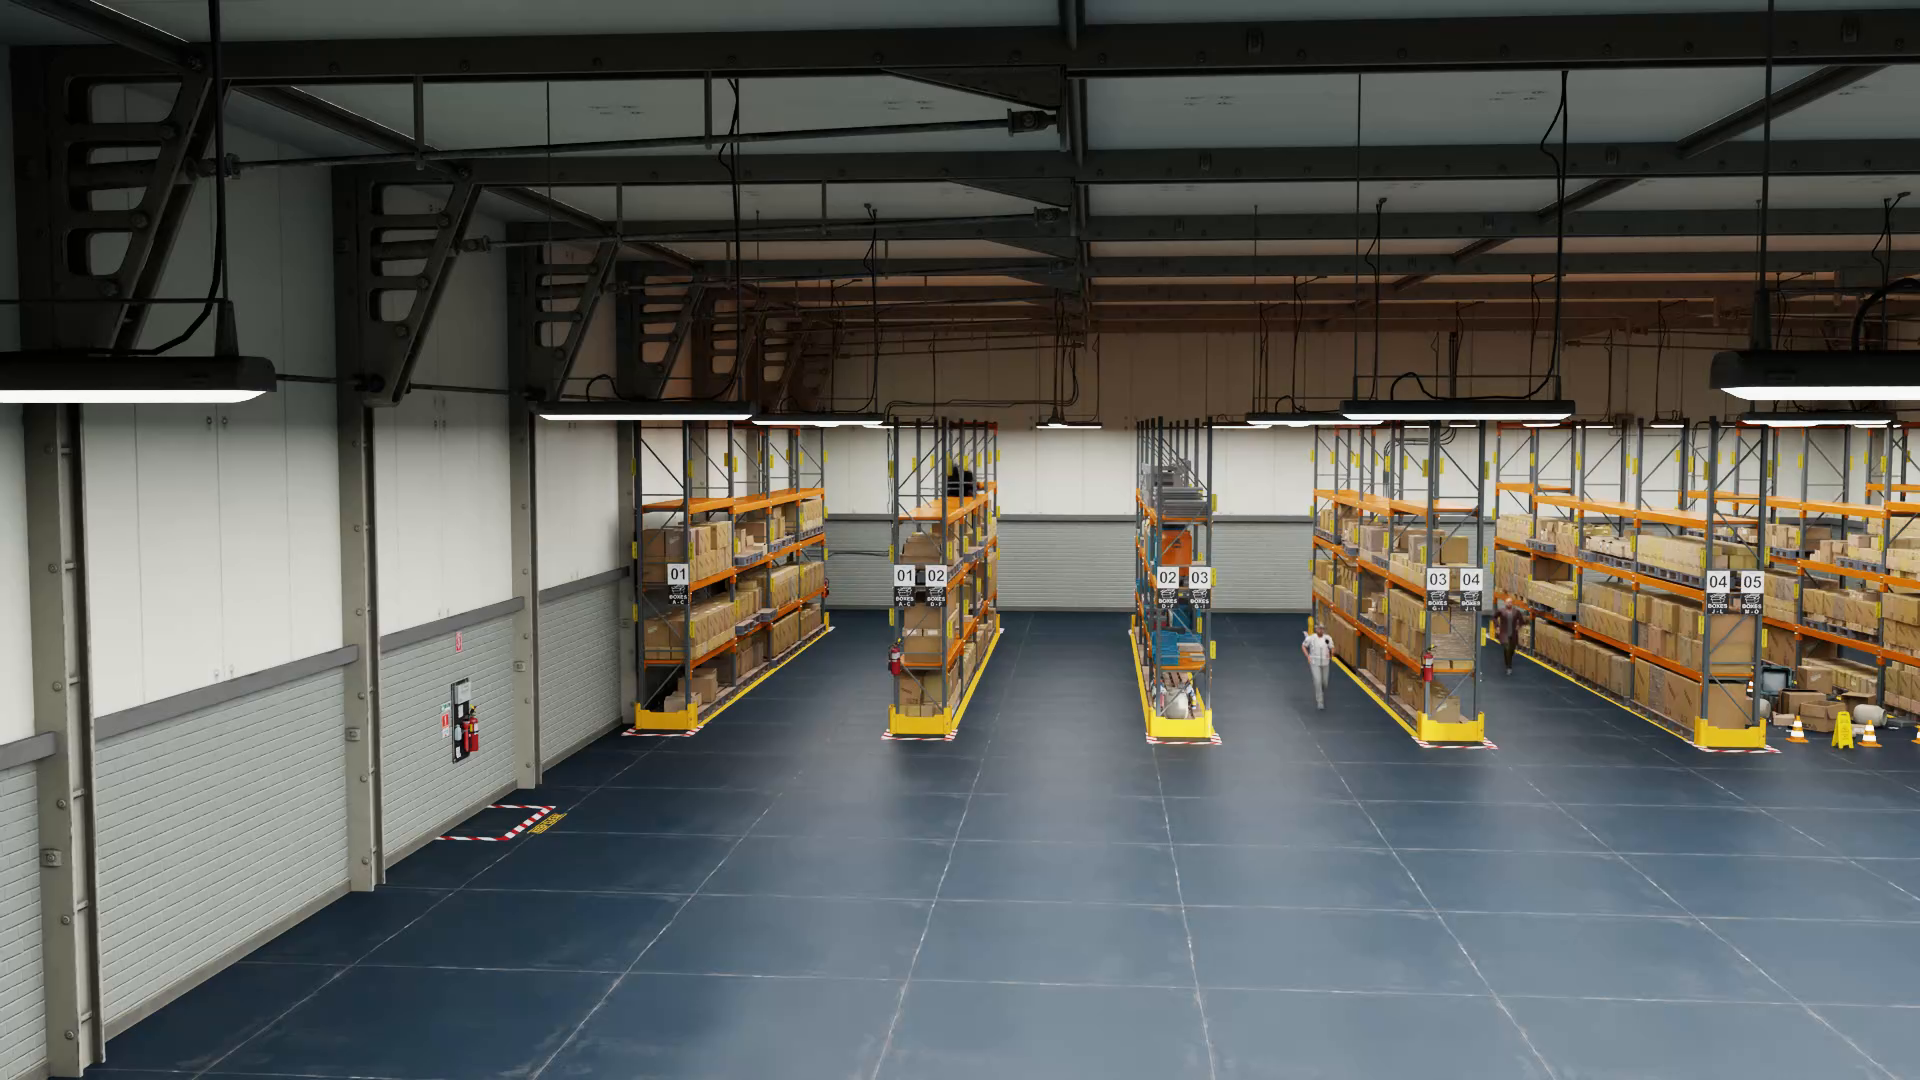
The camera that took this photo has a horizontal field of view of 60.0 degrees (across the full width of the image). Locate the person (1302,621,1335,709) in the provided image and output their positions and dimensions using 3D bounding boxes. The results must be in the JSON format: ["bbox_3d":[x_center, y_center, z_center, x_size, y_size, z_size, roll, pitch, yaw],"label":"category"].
[{"bbox_3d":[7.473,2.570,34.593,0.667,1.778,0.860,0,4,-1],"label":"person"}]

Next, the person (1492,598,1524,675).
[{"bbox_3d":[13.013,2.263,39.461,0.716,1.788,0.920,0,4,6],"label":"person"}]

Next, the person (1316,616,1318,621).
[{"bbox_3d":[10.596,1.761,47.917,0.827,1.644,0.587,1,4,14],"label":"person"}]
